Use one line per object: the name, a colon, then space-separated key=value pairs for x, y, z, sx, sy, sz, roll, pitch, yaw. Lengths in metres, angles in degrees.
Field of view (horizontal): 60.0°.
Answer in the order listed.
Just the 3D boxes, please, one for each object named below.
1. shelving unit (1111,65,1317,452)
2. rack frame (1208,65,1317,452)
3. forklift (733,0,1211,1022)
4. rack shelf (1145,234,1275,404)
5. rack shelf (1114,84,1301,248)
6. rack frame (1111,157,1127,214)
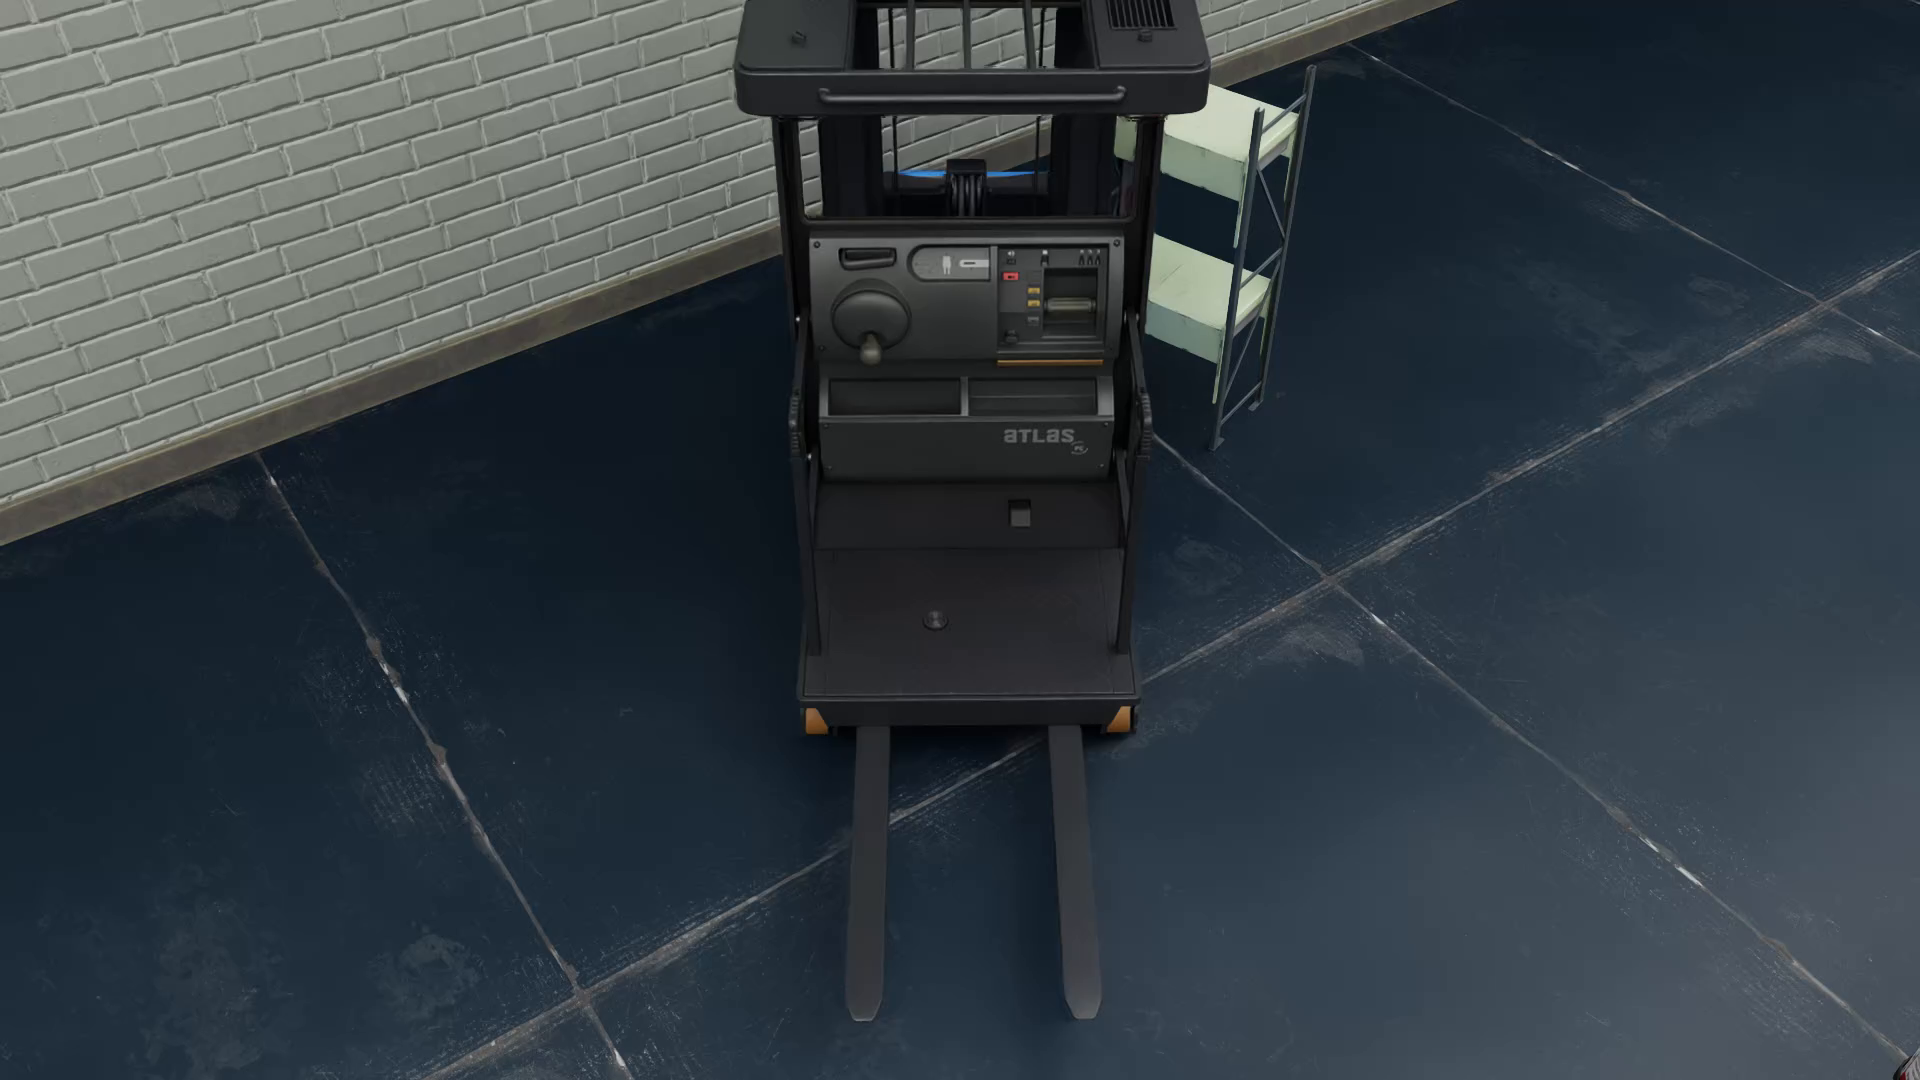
shelving unit: x=0.826 y=-1.159 z=6.378 sx=0.755 sy=1.500 sz=0.431 roll=27 pitch=50 yaw=26
rack frame: x=1.119 y=-1.008 z=6.219 sx=0.023 sy=1.500 sz=0.400 roll=27 pitch=50 yaw=26
forklift: x=0.025 y=-0.630 z=4.788 sx=1.130 sy=2.935 sz=3.031 roll=0 pitch=44 yaw=0
rack shelf: x=0.826 y=-0.923 z=6.603 sx=0.720 sy=0.370 sz=0.431 roll=27 pitch=50 yaw=26
rack shelf: x=0.826 y=-1.441 z=6.108 sx=0.720 sy=0.370 sz=0.431 roll=27 pitch=50 yaw=26
rack frame: x=0.533 y=-1.310 z=6.537 sx=0.023 sy=1.500 sz=0.400 roll=27 pitch=50 yaw=26
